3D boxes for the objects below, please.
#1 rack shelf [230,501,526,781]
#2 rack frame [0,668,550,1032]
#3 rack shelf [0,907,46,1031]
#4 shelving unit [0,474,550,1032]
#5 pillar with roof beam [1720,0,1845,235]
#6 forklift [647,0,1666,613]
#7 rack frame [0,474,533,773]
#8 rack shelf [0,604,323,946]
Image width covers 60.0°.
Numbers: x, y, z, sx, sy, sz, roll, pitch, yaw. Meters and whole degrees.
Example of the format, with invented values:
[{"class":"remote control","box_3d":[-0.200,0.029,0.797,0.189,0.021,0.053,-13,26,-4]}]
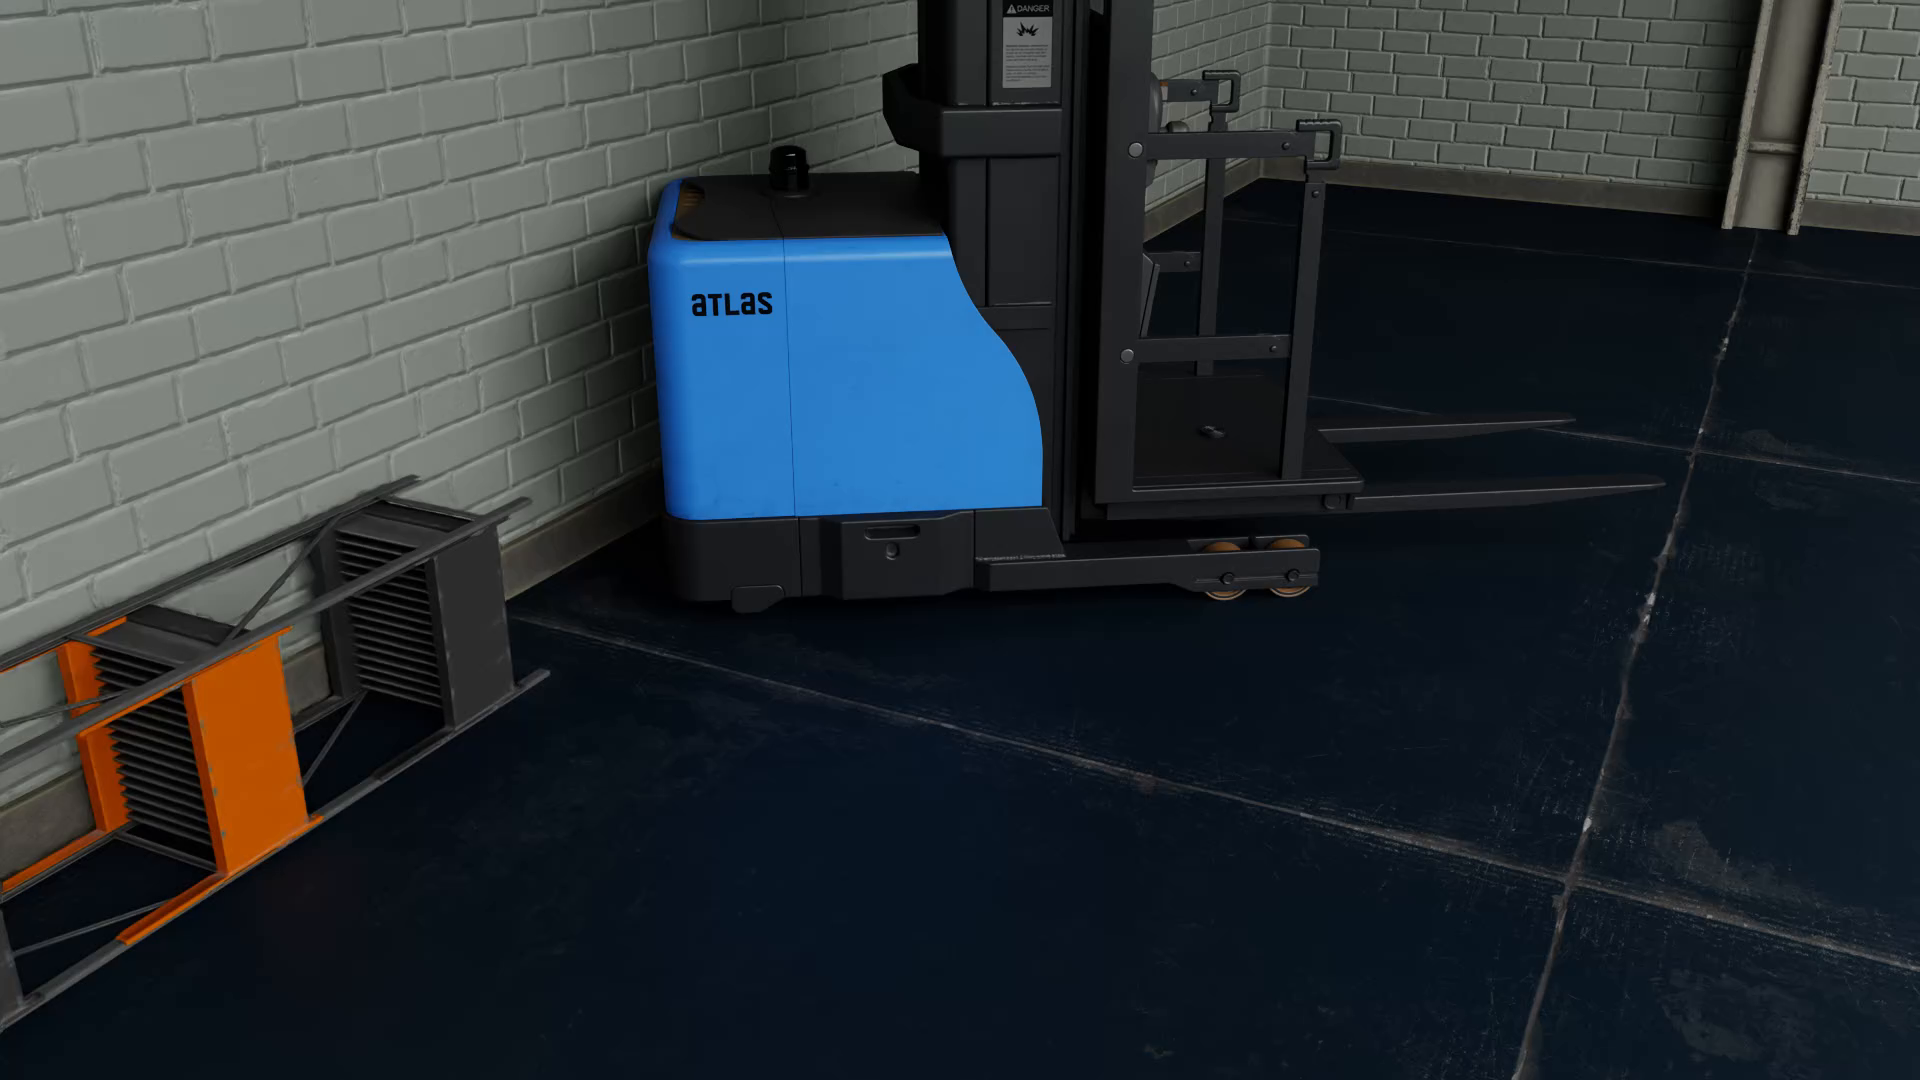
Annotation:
[{"class":"rack shelf","box_3d":[-1.421,0.218,4.084,0.431,0.480,0.518,11,25,23]},{"class":"rack frame","box_3d":[-1.718,0.680,3.606,0.400,0.015,2.100,11,25,23]},{"class":"rack shelf","box_3d":[-2.024,0.701,2.917,0.431,0.480,0.518,11,25,23]},{"class":"shelving unit","box_3d":[-1.717,0.455,3.512,0.431,0.503,2.100,11,25,23]},{"class":"pillar with roof beam","box_3d":[2.600,-4.419,4.142,0.400,9.000,9.100,11,25,25]},{"class":"forklift","box_3d":[0.621,-1.377,4.742,3.031,2.935,1.130,-3,23,-6]},{"class":"rack frame","box_3d":[-1.716,0.230,3.418,0.400,0.015,2.100,11,25,23]},{"class":"rack shelf","box_3d":[-1.723,0.460,3.501,0.431,0.480,0.518,11,25,23]}]
